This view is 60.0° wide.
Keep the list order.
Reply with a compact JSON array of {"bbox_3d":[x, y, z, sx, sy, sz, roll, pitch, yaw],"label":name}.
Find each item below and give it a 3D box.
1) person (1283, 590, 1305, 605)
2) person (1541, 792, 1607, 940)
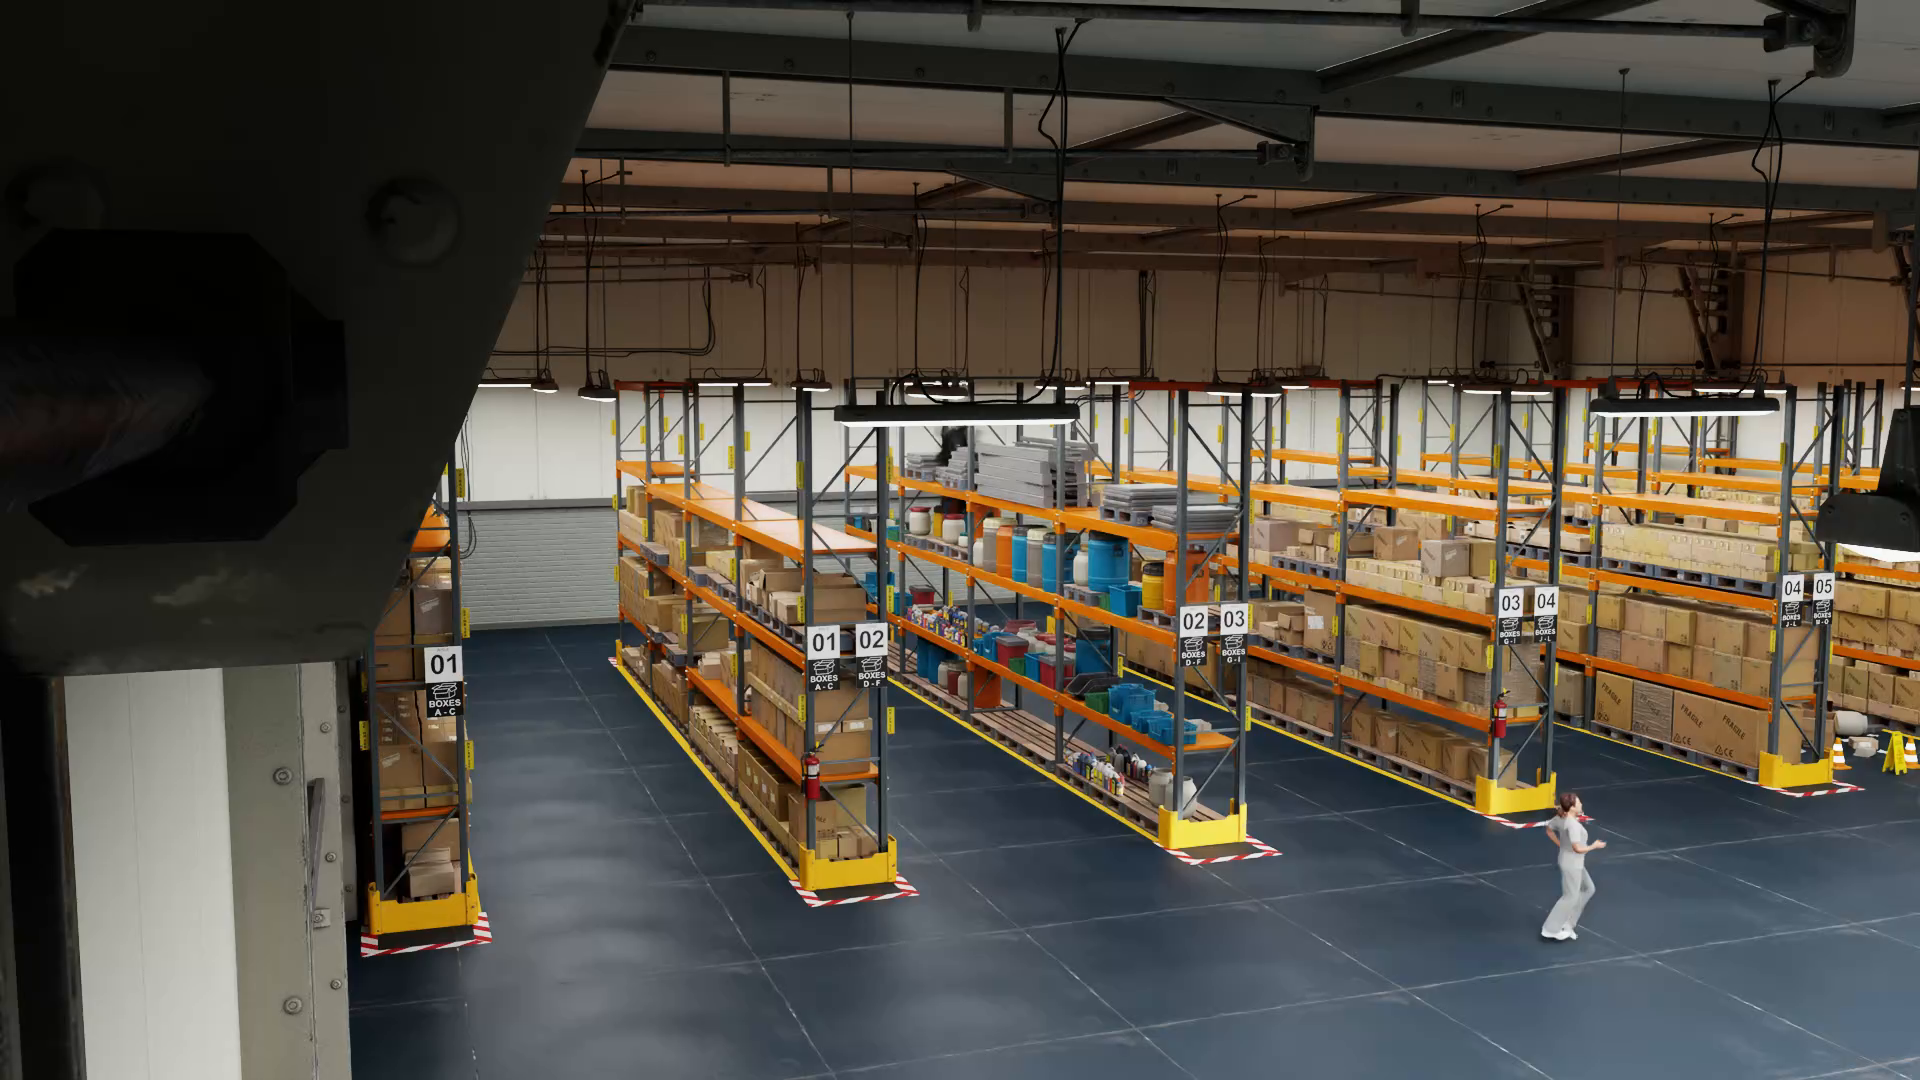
[{"bbox_3d":[8.231,1.148,41.089,0.585,1.694,0.739,5,8,37],"label":"person"},{"bbox_3d":[6.721,3.584,18.219,0.642,1.678,0.546,1,6,7],"label":"person"}]
